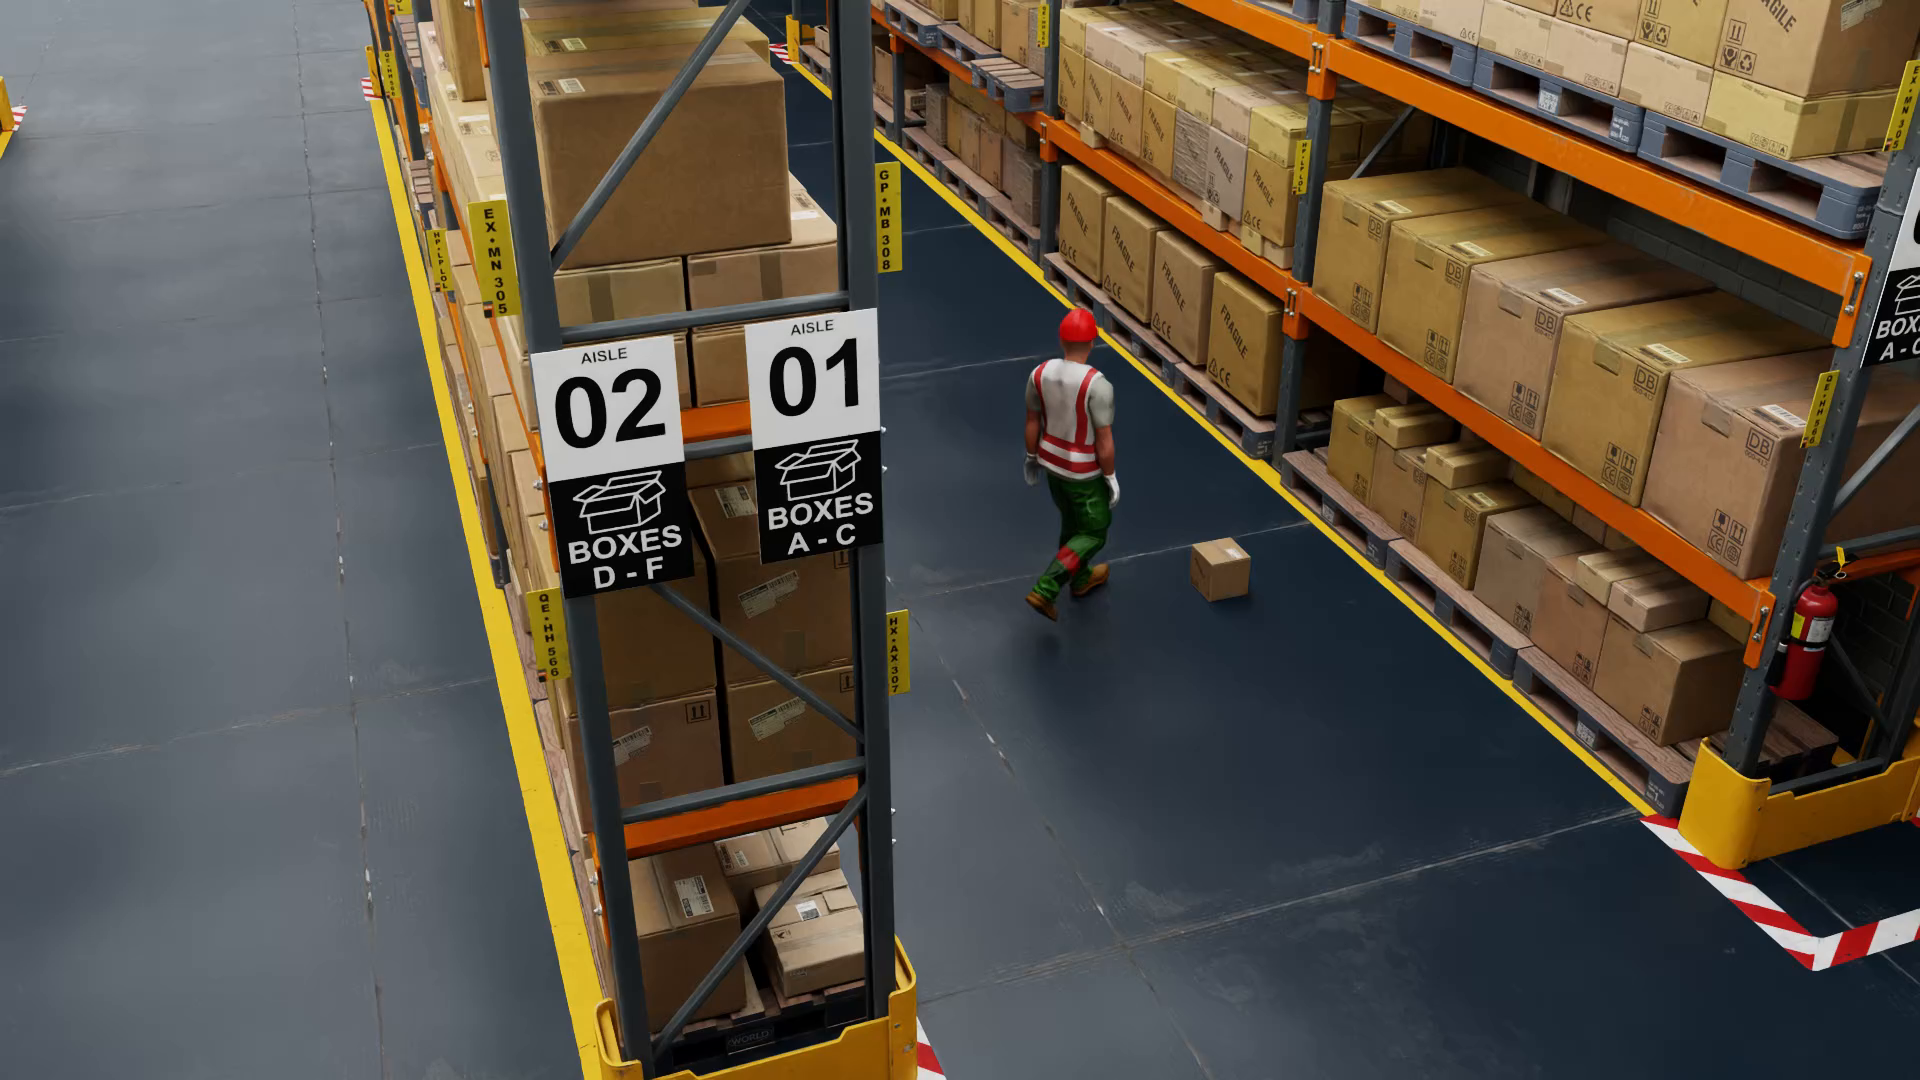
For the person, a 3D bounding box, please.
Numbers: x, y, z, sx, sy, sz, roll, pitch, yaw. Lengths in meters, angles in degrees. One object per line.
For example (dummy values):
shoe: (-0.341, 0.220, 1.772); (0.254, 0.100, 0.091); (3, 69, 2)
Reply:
person: (0.608, -0.382, 8.995); (0.601, 1.776, 0.850); (26, 39, 38)
